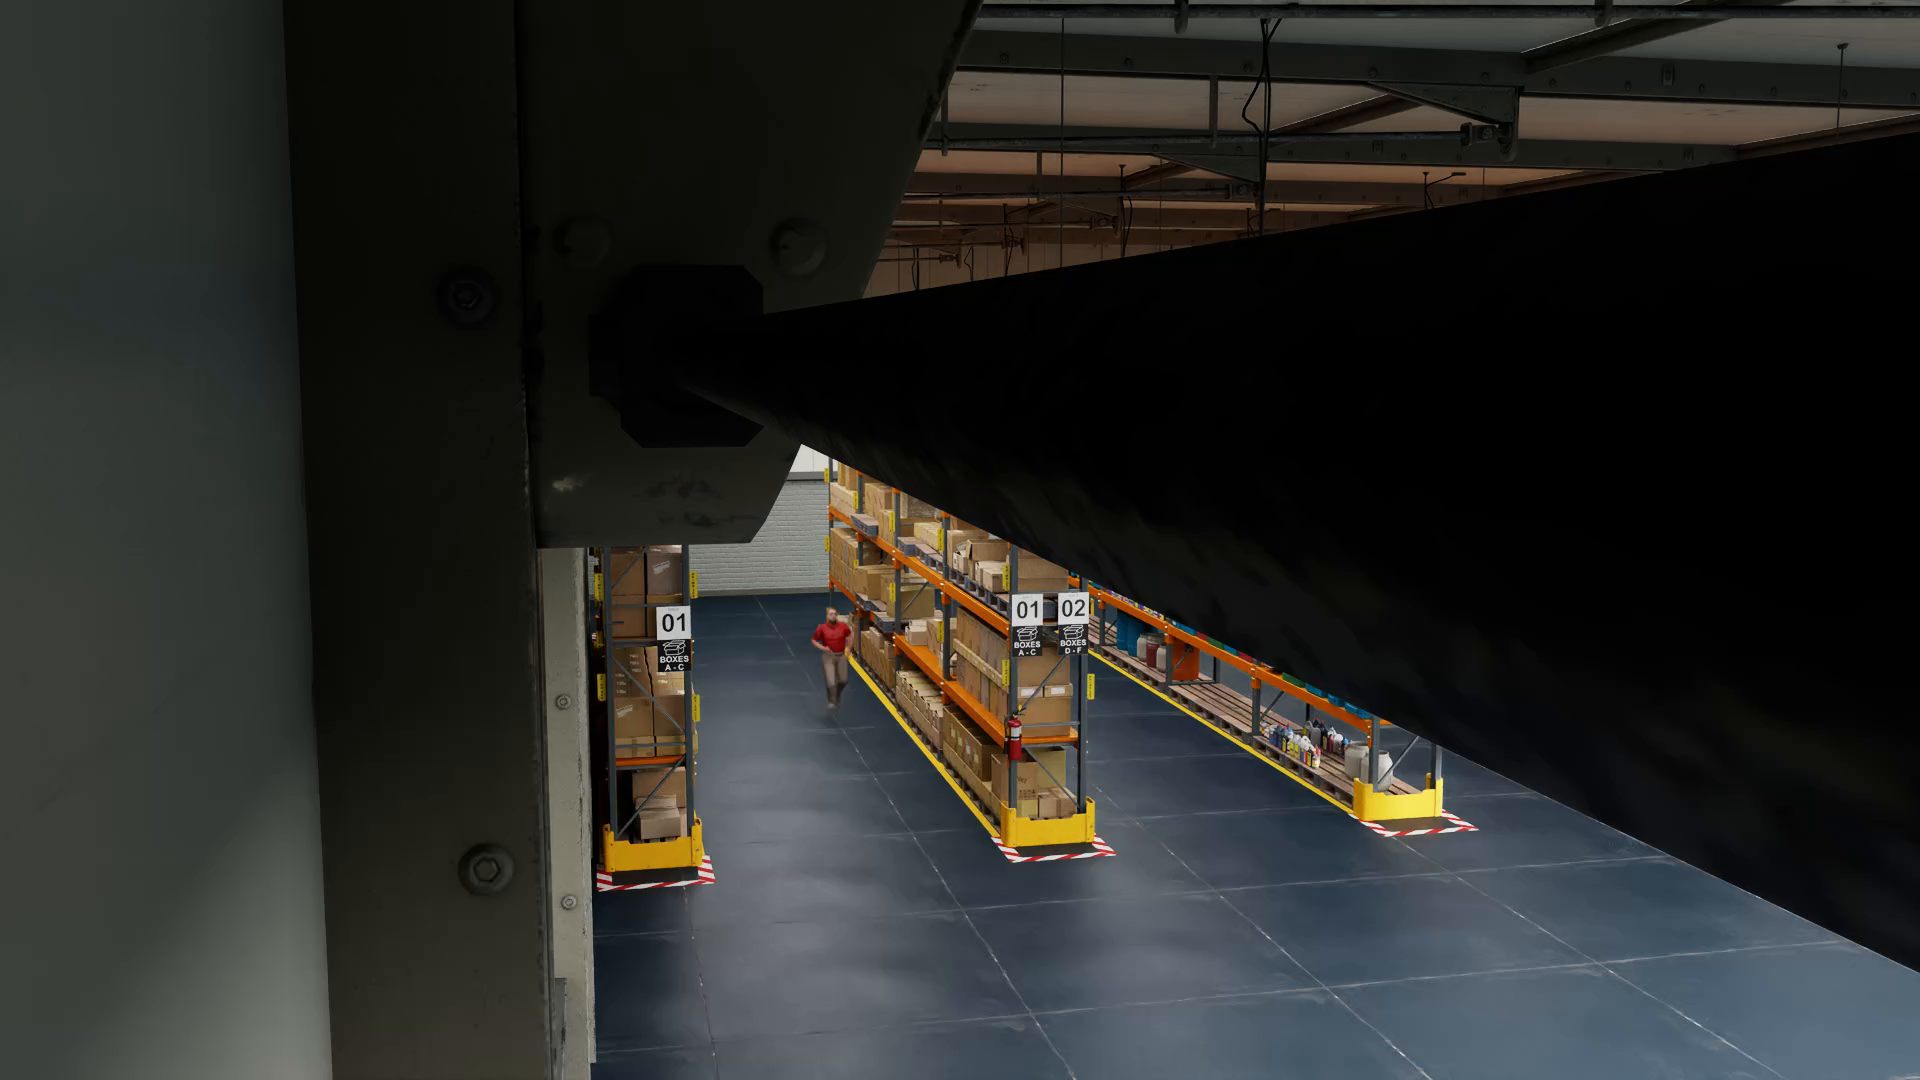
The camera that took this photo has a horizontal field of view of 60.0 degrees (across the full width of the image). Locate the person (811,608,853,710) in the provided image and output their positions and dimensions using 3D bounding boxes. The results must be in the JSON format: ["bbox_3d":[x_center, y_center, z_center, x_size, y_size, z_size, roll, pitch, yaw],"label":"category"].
[{"bbox_3d":[-2.071,1.984,27.435,0.728,1.711,0.514,-2,7,-19],"label":"person"}]
